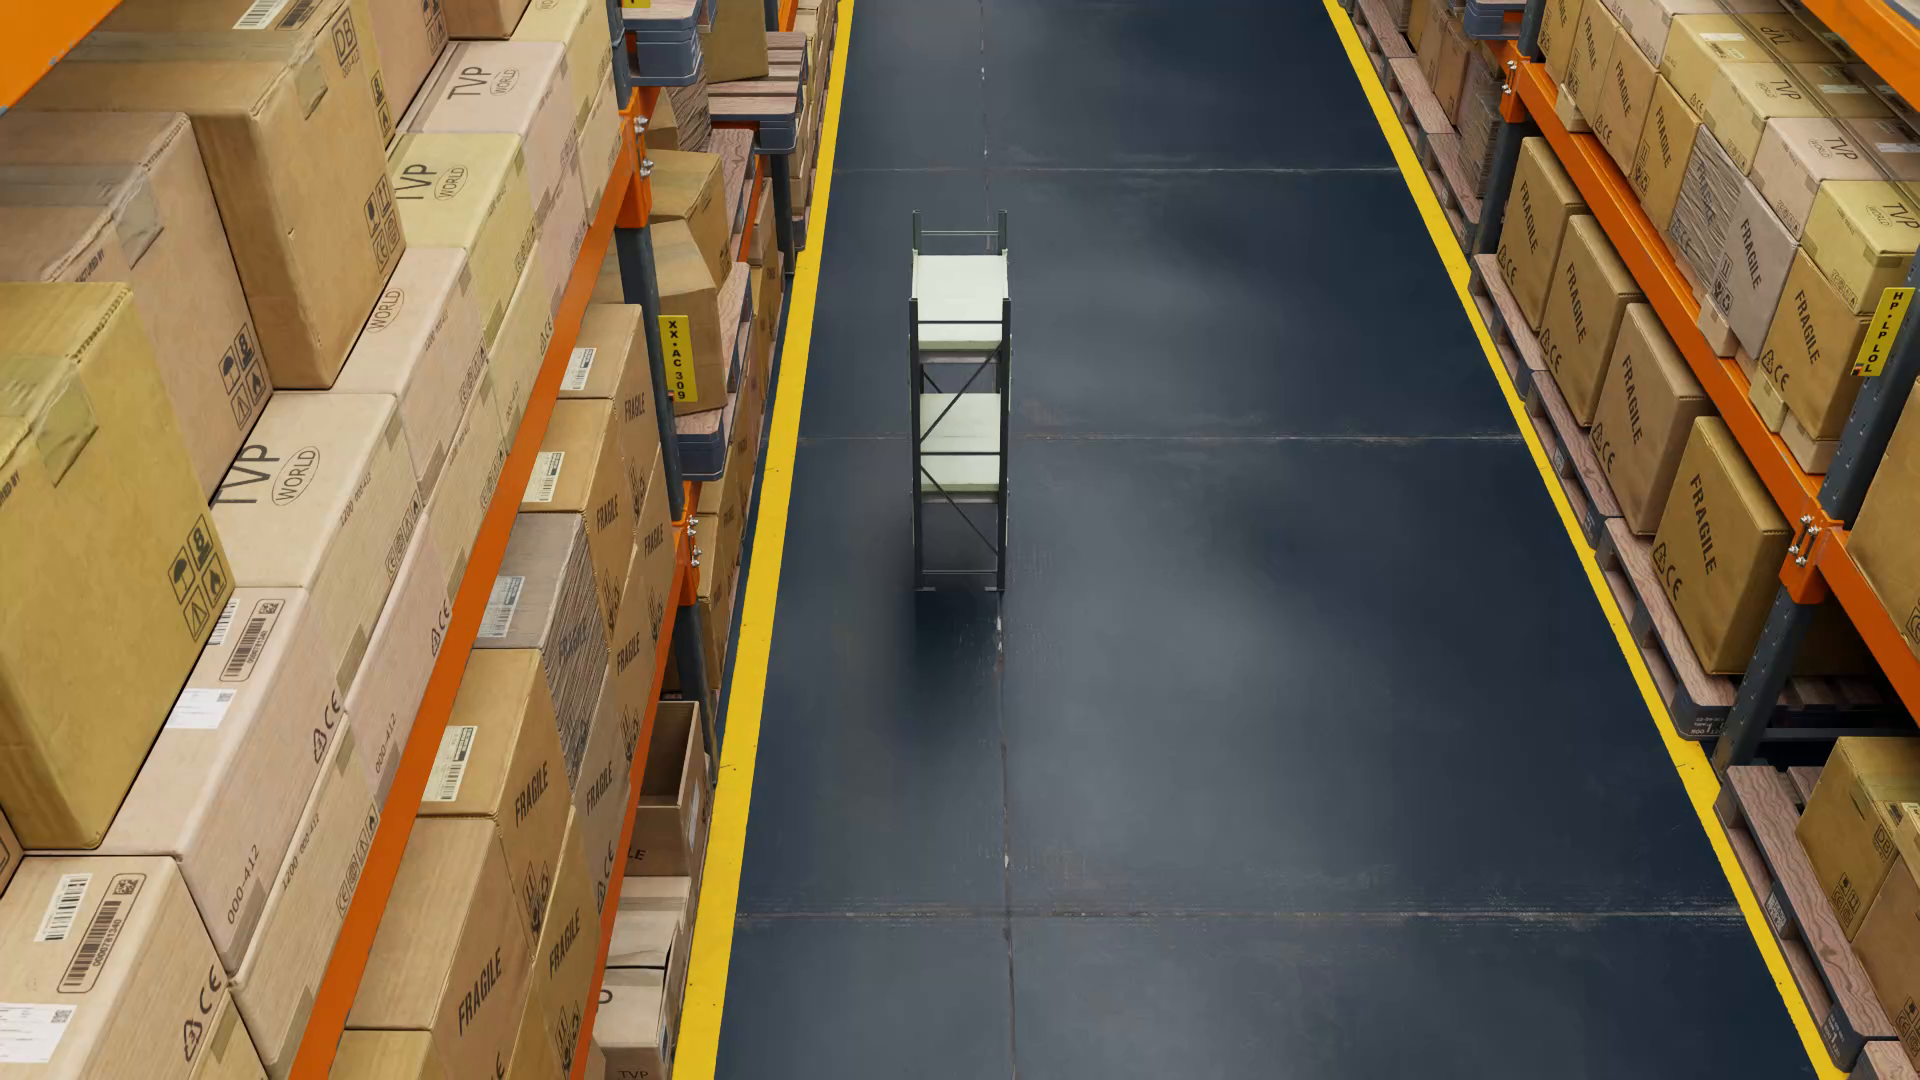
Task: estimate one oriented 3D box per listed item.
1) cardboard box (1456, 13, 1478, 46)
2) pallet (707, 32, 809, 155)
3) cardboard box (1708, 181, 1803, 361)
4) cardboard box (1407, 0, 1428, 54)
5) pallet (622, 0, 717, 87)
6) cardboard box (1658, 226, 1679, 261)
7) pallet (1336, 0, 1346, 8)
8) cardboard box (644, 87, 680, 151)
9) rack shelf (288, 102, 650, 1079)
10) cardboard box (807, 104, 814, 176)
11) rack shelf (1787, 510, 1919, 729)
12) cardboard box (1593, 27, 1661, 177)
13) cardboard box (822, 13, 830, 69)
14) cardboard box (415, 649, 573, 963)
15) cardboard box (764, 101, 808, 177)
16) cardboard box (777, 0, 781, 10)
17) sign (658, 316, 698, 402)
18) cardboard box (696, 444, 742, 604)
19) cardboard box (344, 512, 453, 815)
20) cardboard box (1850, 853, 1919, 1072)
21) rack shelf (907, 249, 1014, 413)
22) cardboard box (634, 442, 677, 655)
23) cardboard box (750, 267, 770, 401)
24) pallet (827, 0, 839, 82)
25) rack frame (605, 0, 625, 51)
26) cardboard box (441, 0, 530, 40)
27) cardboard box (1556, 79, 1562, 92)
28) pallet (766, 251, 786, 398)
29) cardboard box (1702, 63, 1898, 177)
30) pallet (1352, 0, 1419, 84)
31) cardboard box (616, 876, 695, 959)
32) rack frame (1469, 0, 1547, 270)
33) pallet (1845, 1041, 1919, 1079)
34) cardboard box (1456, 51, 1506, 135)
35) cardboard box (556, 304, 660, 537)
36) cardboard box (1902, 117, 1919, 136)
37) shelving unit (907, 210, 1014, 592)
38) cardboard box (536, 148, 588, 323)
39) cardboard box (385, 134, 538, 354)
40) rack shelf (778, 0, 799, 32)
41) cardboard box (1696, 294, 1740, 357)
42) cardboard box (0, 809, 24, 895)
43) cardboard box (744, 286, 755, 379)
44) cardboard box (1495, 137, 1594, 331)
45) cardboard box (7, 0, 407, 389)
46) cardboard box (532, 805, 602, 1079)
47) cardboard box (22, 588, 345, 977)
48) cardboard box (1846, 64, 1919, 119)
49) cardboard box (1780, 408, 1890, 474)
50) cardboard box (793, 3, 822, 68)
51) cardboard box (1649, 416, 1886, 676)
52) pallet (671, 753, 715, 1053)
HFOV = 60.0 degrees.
[{"bbox_3d":[3.493,-3.367,10.600,0.500,0.250,0.500,0,39,0],"label":"cardboard box"},{"bbox_3d":[-1.393,-2.245,8.306,1.213,0.211,1.003,0,39,0],"label":"pallet"},{"bbox_3d":[3.232,-1.019,6.289,0.500,0.500,0.500,0,39,0],"label":"cardboard box"},{"bbox_3d":[3.554,-3.664,11.570,0.700,0.500,0.500,-1,39,-1],"label":"cardboard box"},{"bbox_3d":[-1.390,-1.747,5.283,1.213,0.211,1.003,0,39,0],"label":"pallet"},{"bbox_3d":[3.265,-1.330,7.196,0.380,0.149,0.250,1,39,1],"label":"cardboard box"},{"bbox_3d":[3.449,-4.583,13.300,1.003,0.211,1.213,0,39,0],"label":"pallet"},{"bbox_3d":[-1.523,-1.550,6.870,0.700,0.500,0.500,-9,40,-11],"label":"cardboard box"},{"bbox_3d":[-1.457,0.119,3.380,1.077,0.370,4.000,0,39,0],"label":"rack shelf"},{"bbox_3d":[-1.172,-2.477,10.305,0.500,0.250,0.500,-1,39,-1],"label":"cardboard box"},{"bbox_3d":[3.497,1.283,4.325,1.077,0.370,4.000,0,39,0],"label":"rack shelf"},{"bbox_3d":[3.225,-1.971,7.477,0.500,0.500,0.500,0,39,0],"label":"cardboard box"},{"bbox_3d":[-1.178,-3.441,11.508,0.500,0.250,0.500,1,39,1],"label":"cardboard box"},{"bbox_3d":[-1.197,0.595,3.730,0.500,0.500,0.500,0,39,0],"label":"cardboard box"},{"bbox_3d":[-1.171,-2.381,9.737,0.500,0.311,0.500,1,39,1],"label":"cardboard box"},{"bbox_3d":[-1.271,-3.268,9.501,0.500,0.311,0.500,0,39,-1],"label":"cardboard box"},{"bbox_3d":[-0.916,-0.585,5.389,0.100,0.325,0.005,0,39,0],"label":"sign"},{"bbox_3d":[-1.228,-0.075,7.092,0.500,0.500,0.500,0,39,1],"label":"cardboard box"},{"bbox_3d":[-1.191,0.200,2.823,0.500,0.250,0.500,0,39,0],"label":"cardboard box"},{"bbox_3d":[3.390,1.345,5.336,0.700,0.500,0.500,0,39,-1],"label":"cardboard box"},{"bbox_3d":[0.000,-0.894,7.042,0.431,0.370,0.720,0,39,0],"label":"rack shelf"},{"bbox_3d":[-1.202,0.031,5.233,0.500,0.500,0.500,1,39,1],"label":"cardboard box"},{"bbox_3d":[-1.228,-1.032,8.286,0.500,0.500,0.500,-1,39,-2],"label":"cardboard box"},{"bbox_3d":[-1.428,-3.696,12.194,1.003,0.211,1.213,0,39,0],"label":"pallet"},{"bbox_3d":[-1.459,-2.583,3.778,1.000,3.000,0.127,0,39,0],"label":"rack frame"},{"bbox_3d":[-1.420,-1.538,3.992,0.700,0.500,0.500,0,39,0],"label":"cardboard box"},{"bbox_3d":[3.250,-2.296,8.401,0.380,0.149,0.250,0,39,1],"label":"cardboard box"},{"bbox_3d":[-1.501,-1.189,9.064,1.003,0.211,1.213,0,39,0],"label":"pallet"},{"bbox_3d":[3.247,-1.634,6.457,0.500,0.250,0.500,1,39,1],"label":"cardboard box"},{"bbox_3d":[3.488,-3.676,12.168,1.003,0.211,1.213,0,39,0],"label":"pallet"},{"bbox_3d":[-1.114,1.289,5.671,0.380,0.149,0.250,0,39,0],"label":"cardboard box"},{"bbox_3d":[3.490,-2.750,8.782,1.000,3.000,0.127,0,39,0],"label":"rack frame"},{"bbox_3d":[3.422,2.080,4.985,1.003,0.211,1.213,0,39,0],"label":"pallet"},{"bbox_3d":[3.553,-2.718,10.390,0.700,0.500,0.500,0,39,0],"label":"cardboard box"},{"bbox_3d":[-1.200,-0.355,4.915,0.500,0.500,0.500,0,39,0],"label":"cardboard box"},{"bbox_3d":[3.747,-1.319,6.063,0.500,0.250,0.500,0,39,0],"label":"cardboard box"},{"bbox_3d":[0.000,-0.589,7.286,0.431,1.500,0.755,0,39,0],"label":"shelving unit"},{"bbox_3d":[-1.203,-0.738,3.993,0.500,0.250,0.500,0,39,0],"label":"cardboard box"},{"bbox_3d":[-1.191,-0.620,3.447,0.500,0.250,0.500,0,39,0],"label":"cardboard box"},{"bbox_3d":[-1.466,-3.714,10.561,1.077,0.370,4.000,0,39,0],"label":"rack shelf"},{"bbox_3d":[3.173,-0.854,6.602,0.380,0.149,0.250,0,39,0],"label":"cardboard box"},{"bbox_3d":[-1.471,0.338,1.651,0.700,0.500,0.500,0,39,0],"label":"cardboard box"},{"bbox_3d":[-1.218,-0.973,7.613,0.500,0.250,0.500,-1,39,-1],"label":"cardboard box"},{"bbox_3d":[3.360,-1.615,8.749,0.750,0.750,0.750,-1,39,-1],"label":"cardboard box"},{"bbox_3d":[-1.402,-0.600,2.822,0.700,0.500,0.500,0,39,0],"label":"cardboard box"},{"bbox_3d":[-1.194,0.993,4.032,0.500,0.500,0.500,0,39,1],"label":"cardboard box"},{"bbox_3d":[-1.188,0.318,2.276,0.500,0.250,0.500,0,39,0],"label":"cardboard box"},{"bbox_3d":[3.742,-1.632,6.455,0.500,0.250,0.500,-1,39,-2],"label":"cardboard box"},{"bbox_3d":[3.211,-0.369,5.997,0.380,0.149,0.250,0,39,0],"label":"cardboard box"},{"bbox_3d":[-1.179,-3.350,10.946,0.500,0.311,0.500,0,39,-1],"label":"cardboard box"},{"bbox_3d":[3.364,0.020,6.709,0.750,0.750,0.750,0,39,0],"label":"cardboard box"},{"bbox_3d":[-1.459,1.275,5.990,1.003,0.211,1.213,0,39,0],"label":"pallet"}]
